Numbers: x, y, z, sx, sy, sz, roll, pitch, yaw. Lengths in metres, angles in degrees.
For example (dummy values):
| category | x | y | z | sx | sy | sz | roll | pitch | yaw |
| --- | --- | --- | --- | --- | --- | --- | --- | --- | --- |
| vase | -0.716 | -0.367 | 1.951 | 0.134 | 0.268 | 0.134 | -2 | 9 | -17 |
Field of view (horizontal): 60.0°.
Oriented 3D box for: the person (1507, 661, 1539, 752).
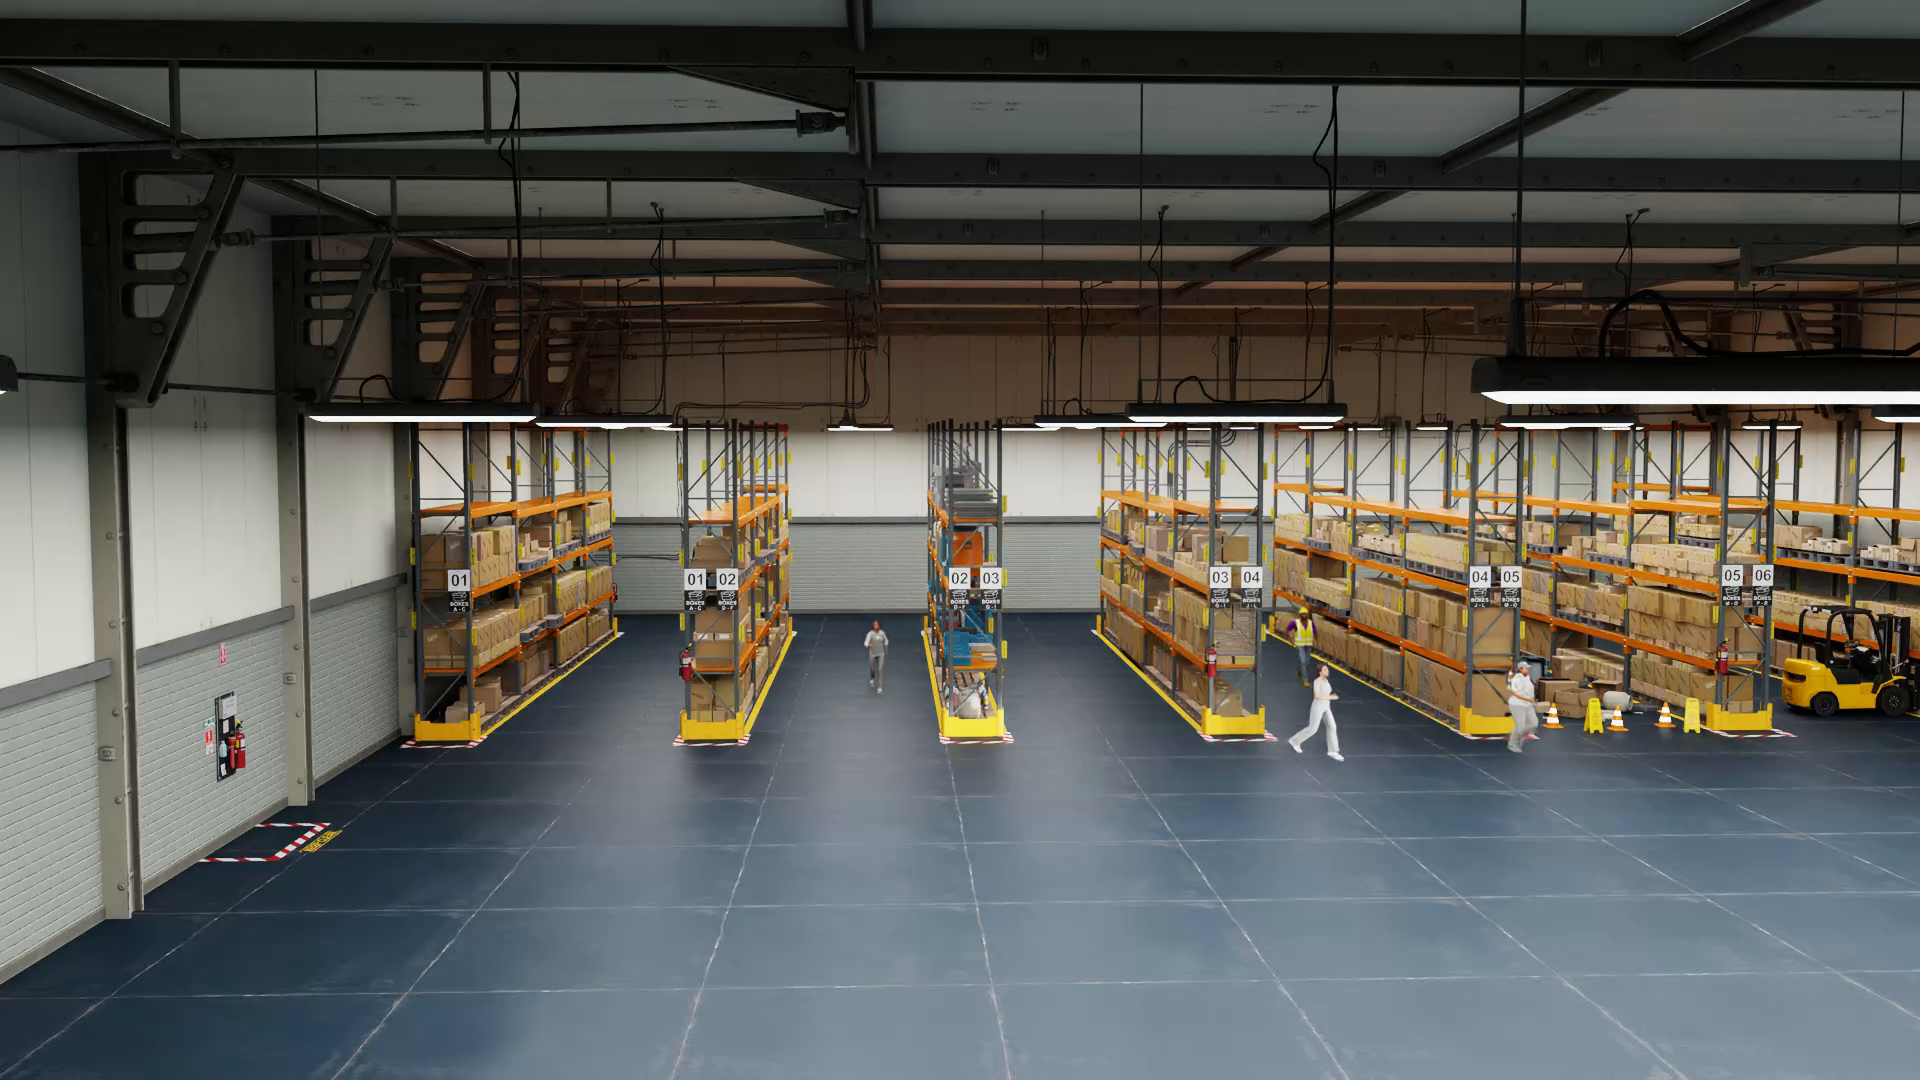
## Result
| category | x | y | z | sx | sy | sz | roll | pitch | yaw |
| --- | --- | --- | --- | --- | --- | --- | --- | --- | --- |
| person | 10.162 | 2.993 | 29.927 | 0.638 | 1.635 | 0.564 | -3 | 5 | -41 |

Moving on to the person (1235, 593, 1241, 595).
| category | x | y | z | sx | sy | sz | roll | pitch | yaw |
| --- | --- | --- | --- | --- | --- | --- | --- | --- | --- |
| person | 7.872 | 1.799 | 48.227 | 0.862 | 1.777 | 0.620 | 3 | 5 | 41 |

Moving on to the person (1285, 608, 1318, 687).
| category | x | y | z | sx | sy | sz | roll | pitch | yaw |
| --- | --- | --- | --- | --- | --- | --- | --- | --- | --- |
| person | 7.813 | 2.422 | 37.908 | 0.700 | 1.769 | 0.935 | -1 | 4 | -10 |

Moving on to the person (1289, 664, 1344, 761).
| category | x | y | z | sx | sy | sz | roll | pitch | yaw |
| --- | --- | --- | --- | --- | --- | --- | --- | --- | --- |
| person | 6.312 | 3.008 | 29.333 | 0.968 | 1.689 | 0.577 | 3 | 5 | 38 |

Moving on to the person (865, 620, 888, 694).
| category | x | y | z | sx | sy | sz | roll | pitch | yaw |
| --- | --- | --- | --- | --- | --- | --- | --- | --- | --- |
| person | -1.841 | 2.571 | 36.766 | 0.543 | 1.555 | 0.882 | -1 | 4 | -9 |
